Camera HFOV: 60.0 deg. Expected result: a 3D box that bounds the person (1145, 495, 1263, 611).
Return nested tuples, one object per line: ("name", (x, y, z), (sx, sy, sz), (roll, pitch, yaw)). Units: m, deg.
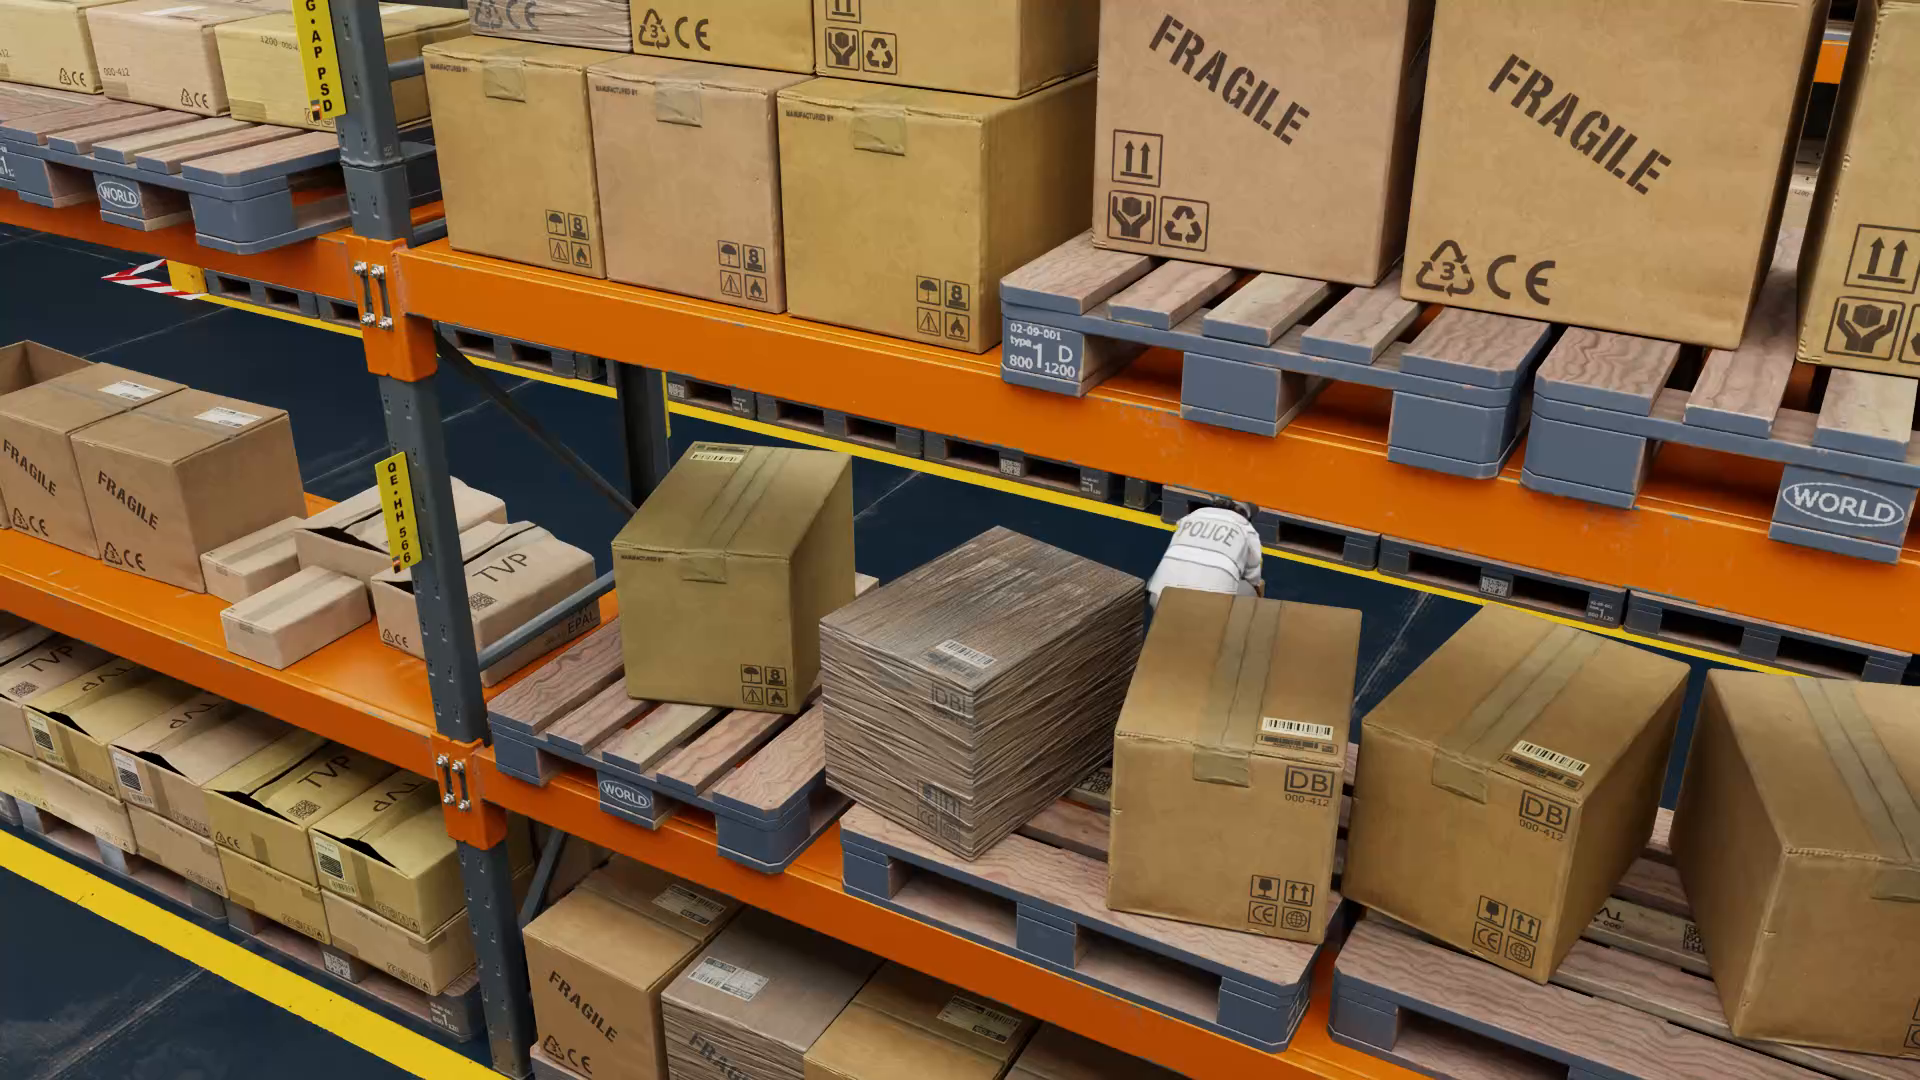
("person", (1.162, 0.226, 7.692), (0.456, 0.773, 0.923), (13, 30, 25))
